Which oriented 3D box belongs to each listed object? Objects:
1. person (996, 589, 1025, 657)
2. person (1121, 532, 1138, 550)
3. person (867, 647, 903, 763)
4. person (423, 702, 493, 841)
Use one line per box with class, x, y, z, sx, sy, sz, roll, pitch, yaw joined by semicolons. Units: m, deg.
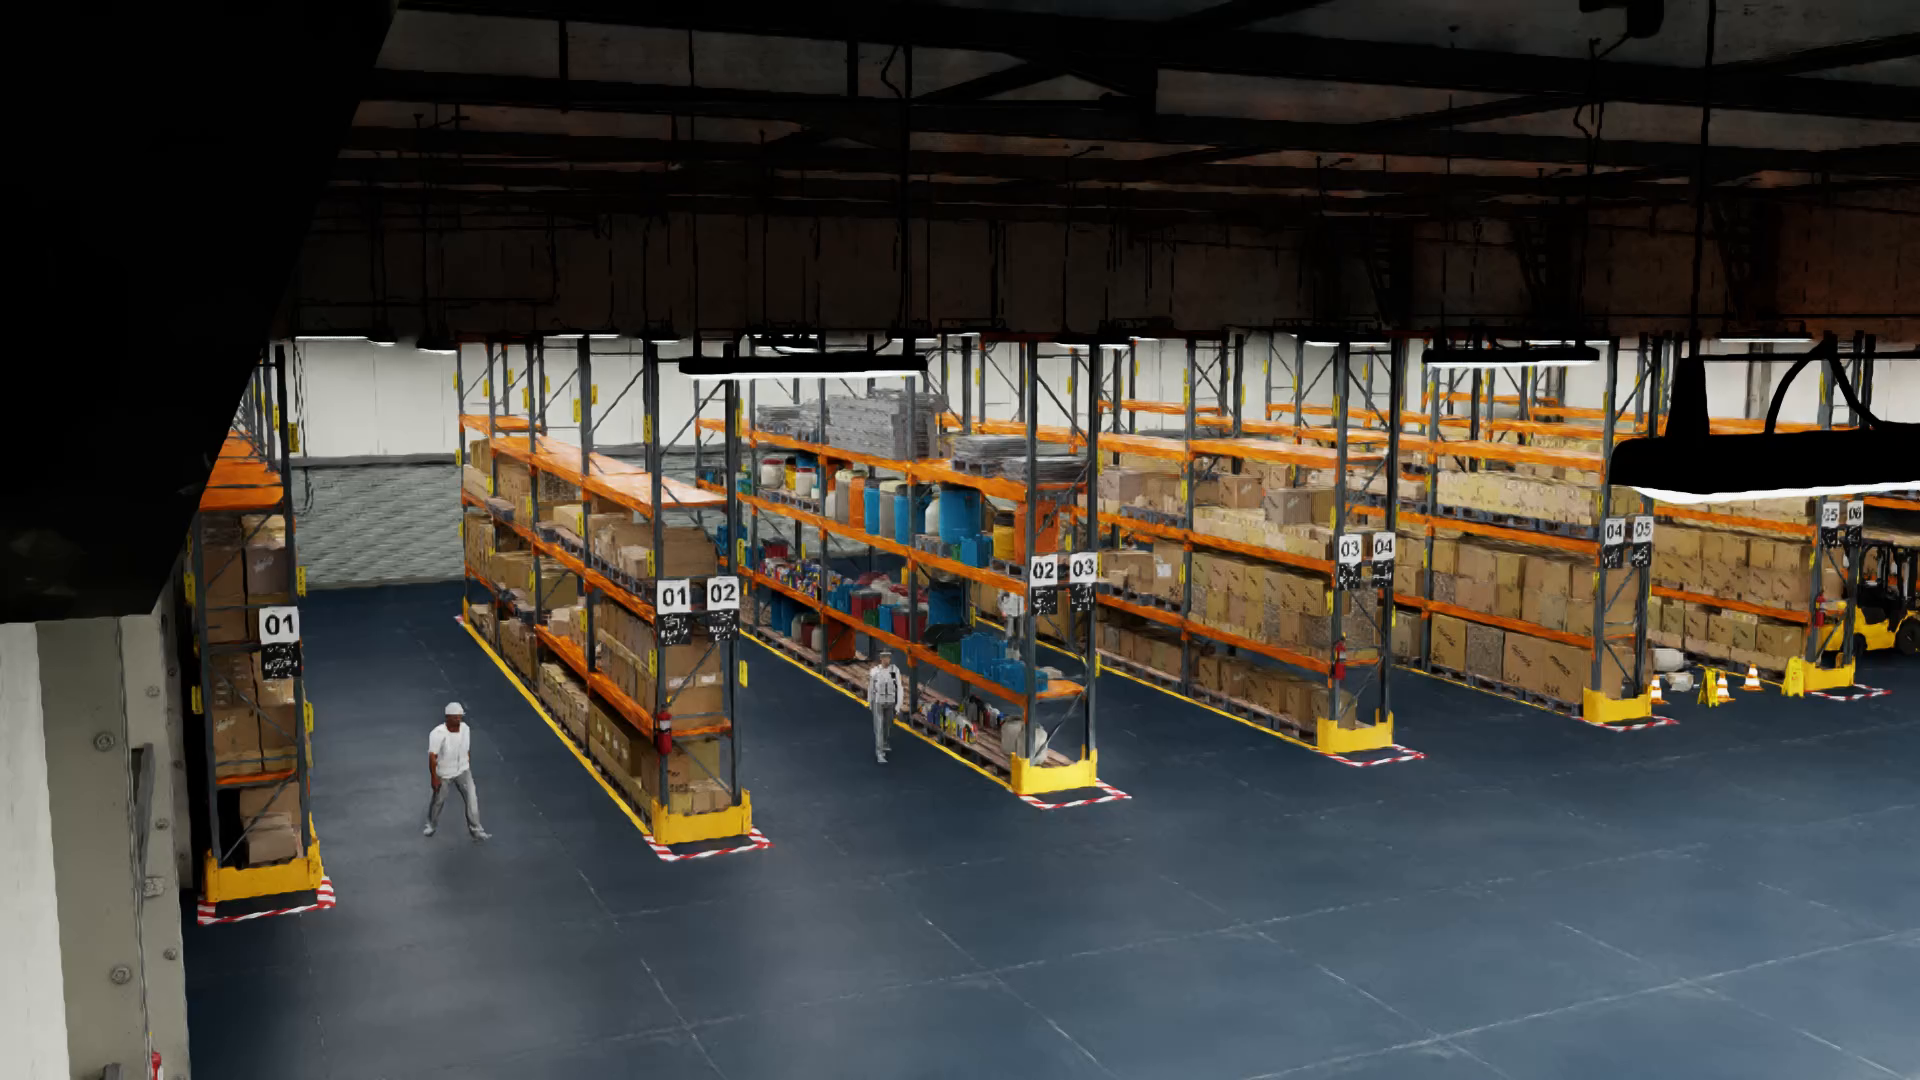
person;0.996;1.346;30.748;0.677;1.726;0.574;-4;9;-26
person;3.657;0.621;36.504;0.580;1.618;0.507;-4;9;-26
person;-1.062;2.312;23.801;0.482;1.621;0.997;-2;8;-16
person;-6.120;2.793;20.087;0.960;1.726;0.618;7;10;42
